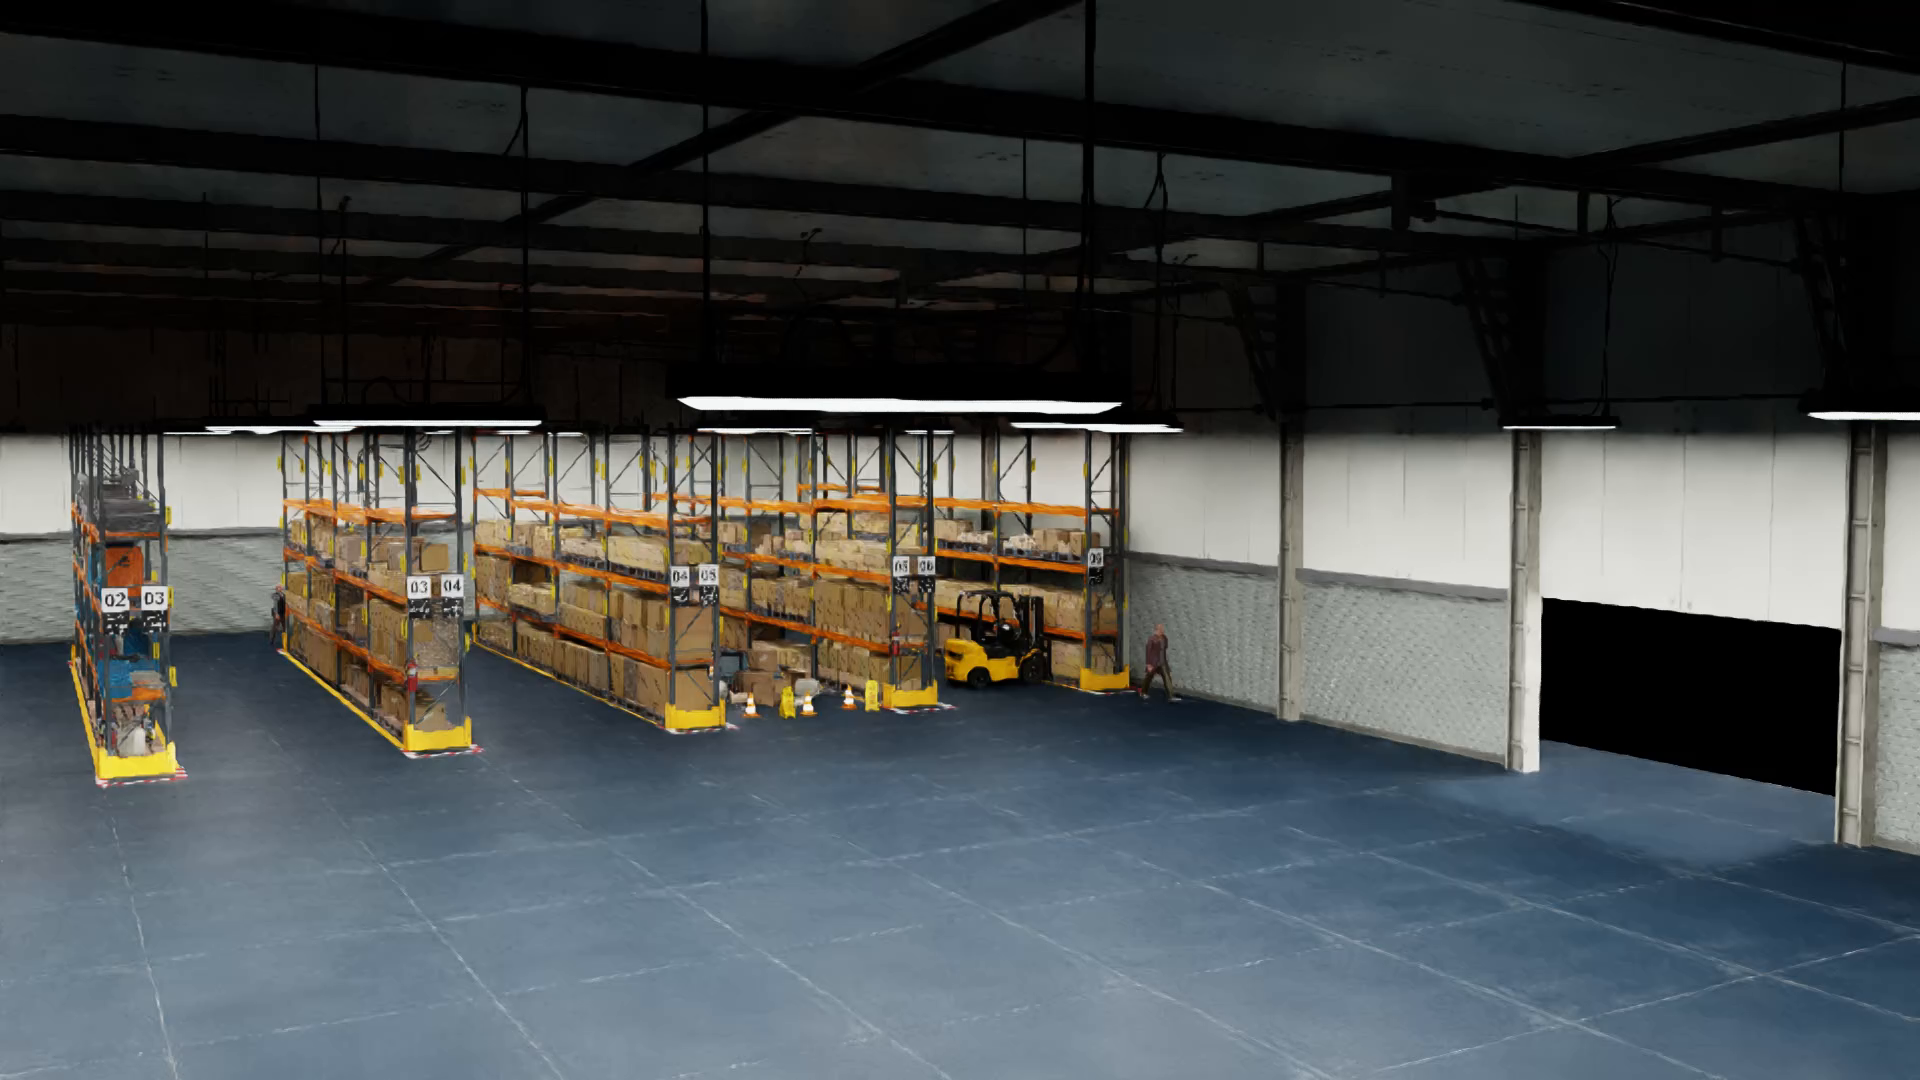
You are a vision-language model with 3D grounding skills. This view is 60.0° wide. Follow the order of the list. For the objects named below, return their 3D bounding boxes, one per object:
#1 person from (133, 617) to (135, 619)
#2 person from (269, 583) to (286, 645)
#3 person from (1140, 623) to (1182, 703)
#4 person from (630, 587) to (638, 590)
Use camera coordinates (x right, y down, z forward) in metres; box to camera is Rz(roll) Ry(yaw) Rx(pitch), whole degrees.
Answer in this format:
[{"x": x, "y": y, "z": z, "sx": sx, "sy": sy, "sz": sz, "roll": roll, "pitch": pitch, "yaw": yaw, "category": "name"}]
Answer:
[{"x": -23.287, "y": 1.988, "z": 46.416, "sx": 0.578, "sy": 1.744, "sz": 0.596, "roll": 2, "pitch": 4, "yaw": 24, "category": "person"}, {"x": -18.709, "y": 2.024, "z": 45.829, "sx": 0.565, "sy": 1.709, "sz": 0.733, "roll": 0, "pitch": 4, "yaw": 8, "category": "person"}, {"x": 4.280, "y": 2.637, "z": 35.896, "sx": 0.598, "sy": 1.698, "sz": 1.193, "roll": -2, "pitch": 4, "yaw": -27, "category": "person"}, {"x": -8.787, "y": 2.110, "z": 44.797, "sx": 0.562, "sy": 1.663, "sz": 0.586, "roll": 0, "pitch": 4, "yaw": -8, "category": "person"}]
